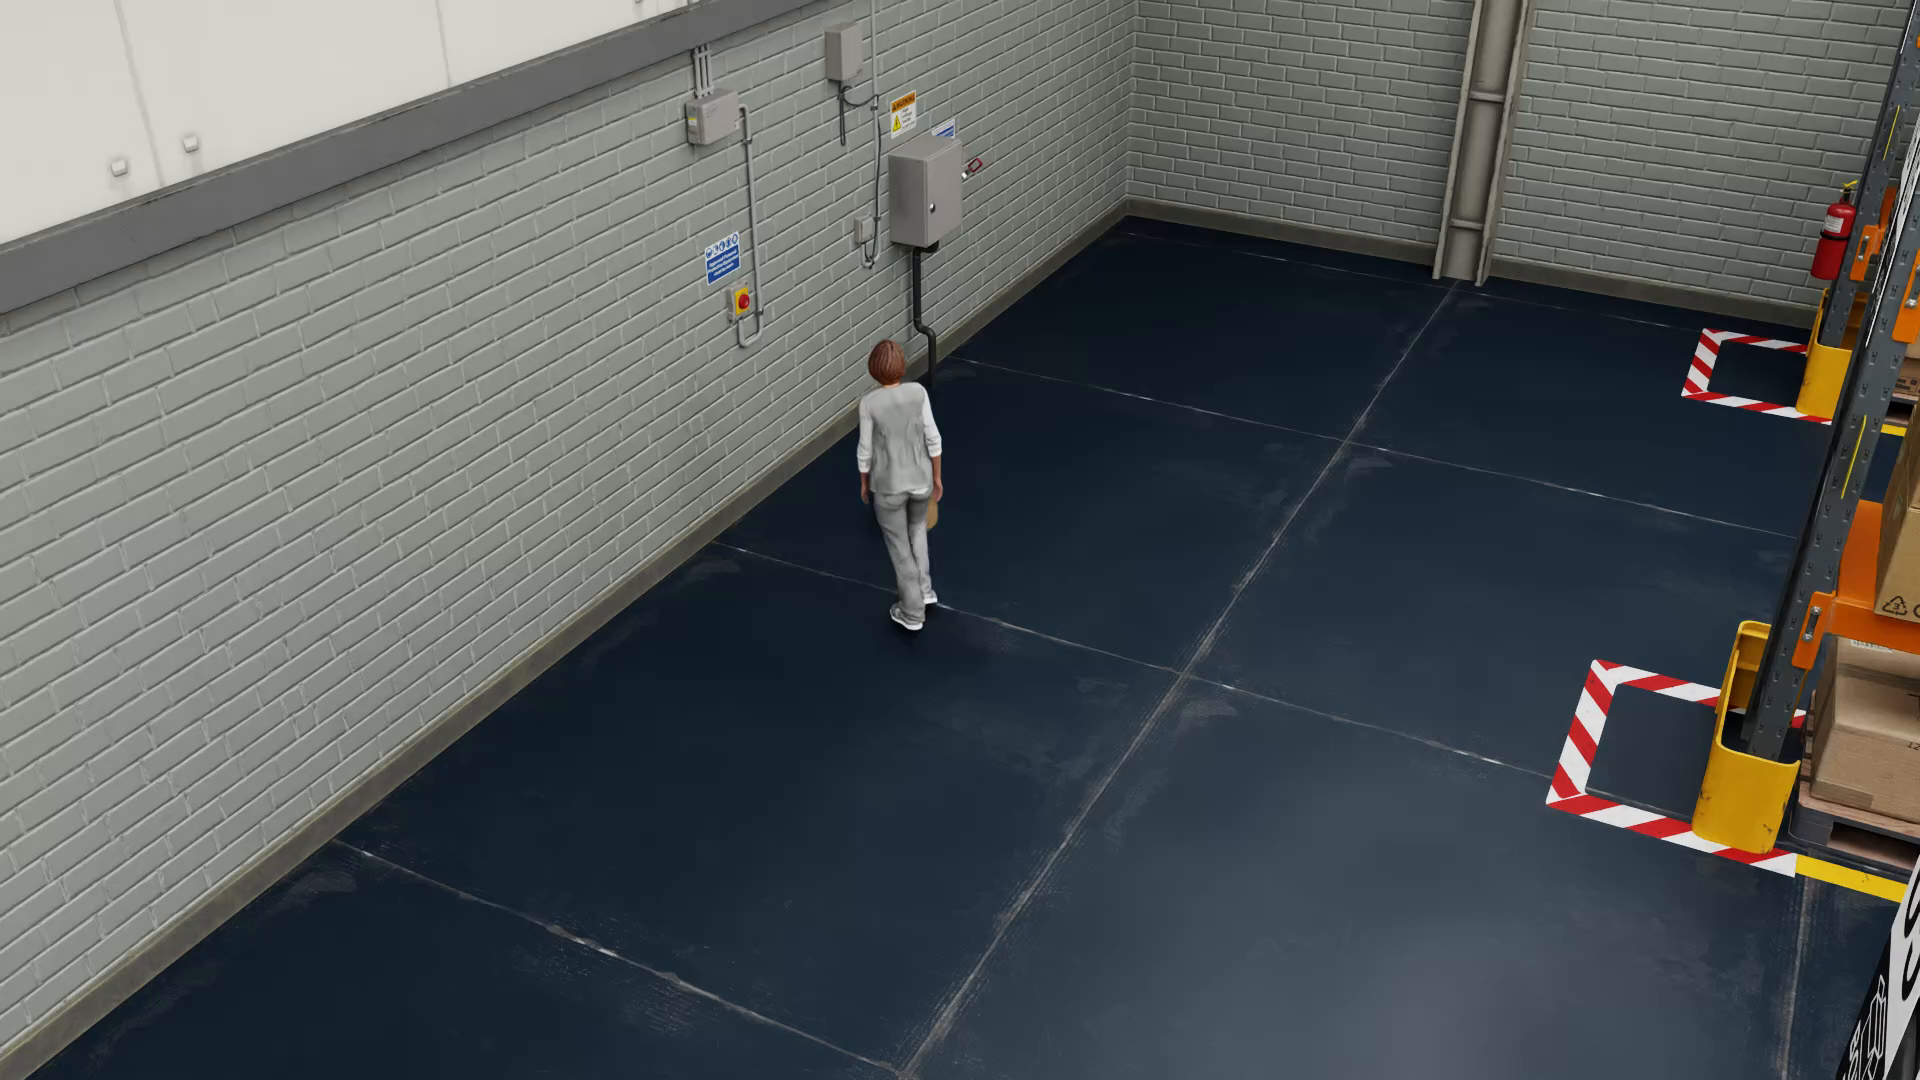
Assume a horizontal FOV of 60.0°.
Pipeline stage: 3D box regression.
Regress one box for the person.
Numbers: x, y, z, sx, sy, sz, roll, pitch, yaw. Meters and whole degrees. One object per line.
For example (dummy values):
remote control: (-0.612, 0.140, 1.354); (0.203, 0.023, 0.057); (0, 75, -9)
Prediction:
person: (-0.290, -0.266, 8.724); (0.449, 1.600, 0.446); (-14, 33, -22)
